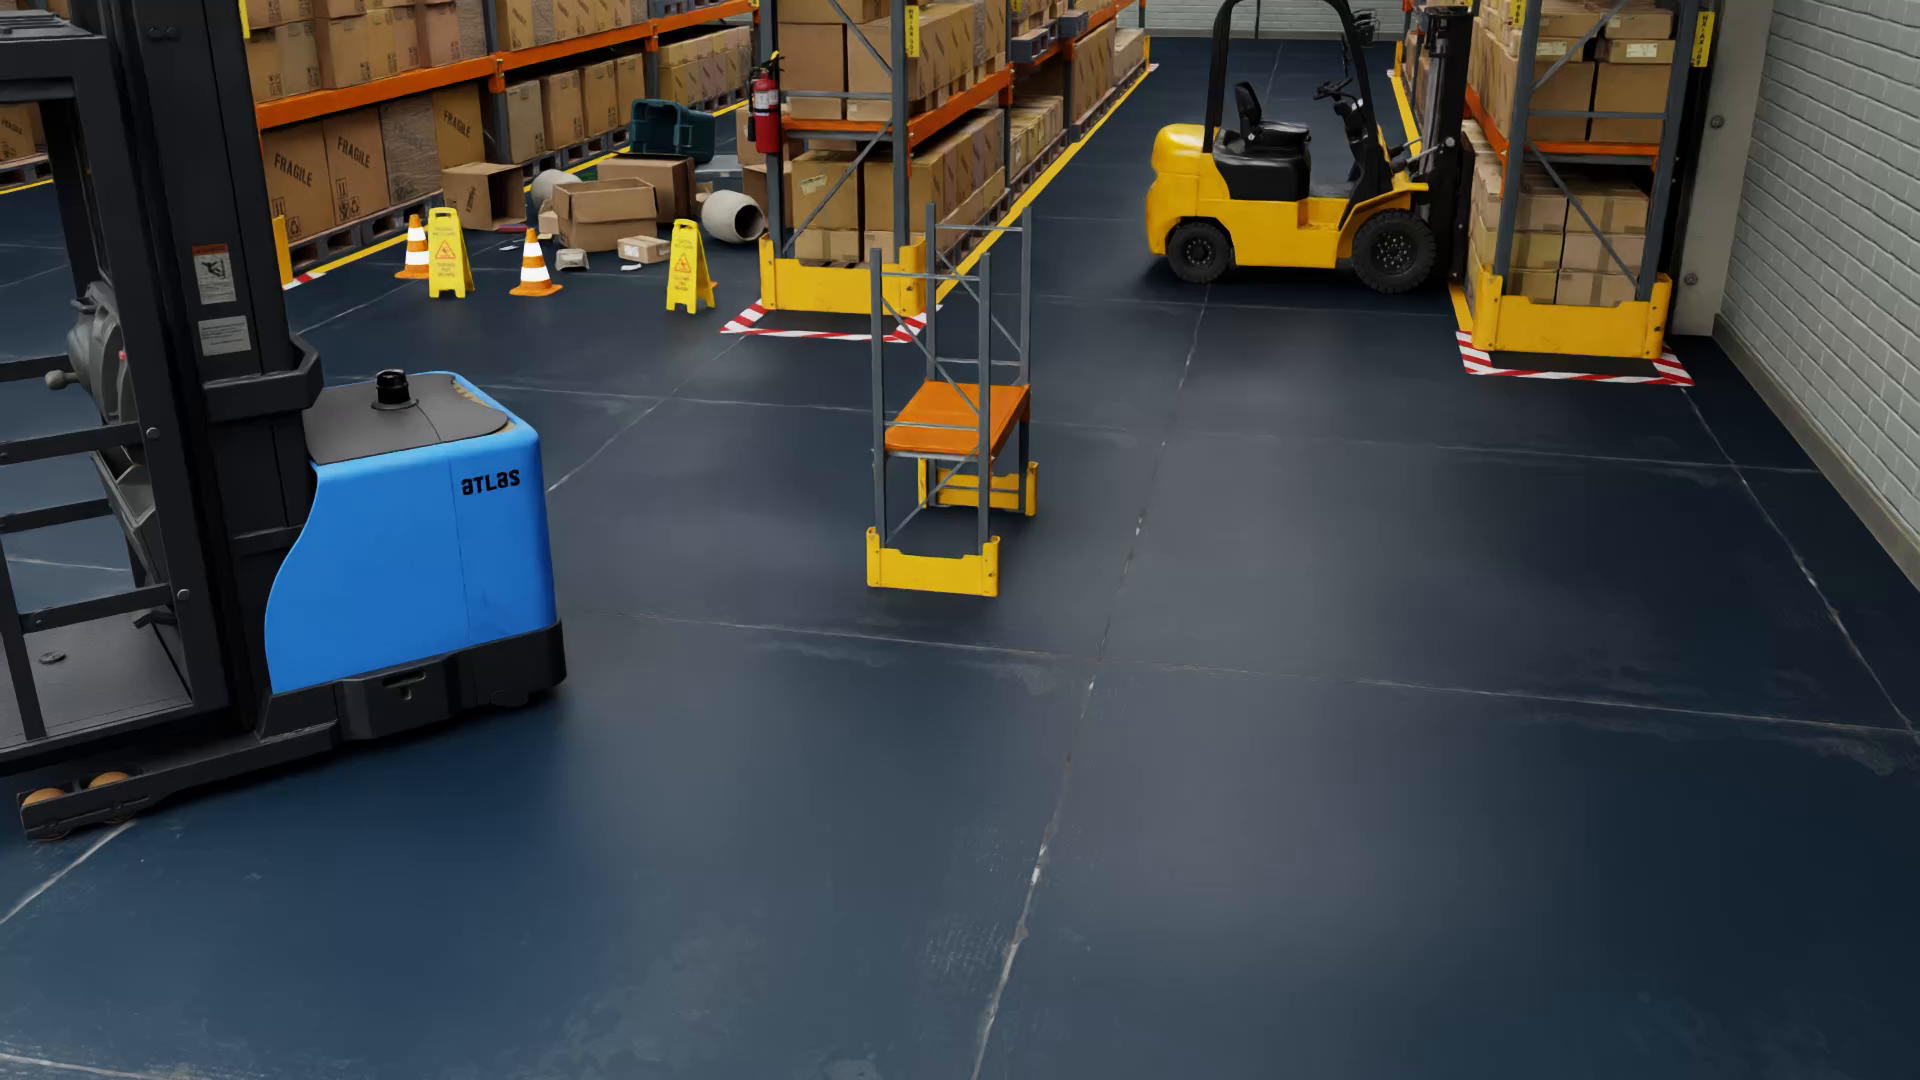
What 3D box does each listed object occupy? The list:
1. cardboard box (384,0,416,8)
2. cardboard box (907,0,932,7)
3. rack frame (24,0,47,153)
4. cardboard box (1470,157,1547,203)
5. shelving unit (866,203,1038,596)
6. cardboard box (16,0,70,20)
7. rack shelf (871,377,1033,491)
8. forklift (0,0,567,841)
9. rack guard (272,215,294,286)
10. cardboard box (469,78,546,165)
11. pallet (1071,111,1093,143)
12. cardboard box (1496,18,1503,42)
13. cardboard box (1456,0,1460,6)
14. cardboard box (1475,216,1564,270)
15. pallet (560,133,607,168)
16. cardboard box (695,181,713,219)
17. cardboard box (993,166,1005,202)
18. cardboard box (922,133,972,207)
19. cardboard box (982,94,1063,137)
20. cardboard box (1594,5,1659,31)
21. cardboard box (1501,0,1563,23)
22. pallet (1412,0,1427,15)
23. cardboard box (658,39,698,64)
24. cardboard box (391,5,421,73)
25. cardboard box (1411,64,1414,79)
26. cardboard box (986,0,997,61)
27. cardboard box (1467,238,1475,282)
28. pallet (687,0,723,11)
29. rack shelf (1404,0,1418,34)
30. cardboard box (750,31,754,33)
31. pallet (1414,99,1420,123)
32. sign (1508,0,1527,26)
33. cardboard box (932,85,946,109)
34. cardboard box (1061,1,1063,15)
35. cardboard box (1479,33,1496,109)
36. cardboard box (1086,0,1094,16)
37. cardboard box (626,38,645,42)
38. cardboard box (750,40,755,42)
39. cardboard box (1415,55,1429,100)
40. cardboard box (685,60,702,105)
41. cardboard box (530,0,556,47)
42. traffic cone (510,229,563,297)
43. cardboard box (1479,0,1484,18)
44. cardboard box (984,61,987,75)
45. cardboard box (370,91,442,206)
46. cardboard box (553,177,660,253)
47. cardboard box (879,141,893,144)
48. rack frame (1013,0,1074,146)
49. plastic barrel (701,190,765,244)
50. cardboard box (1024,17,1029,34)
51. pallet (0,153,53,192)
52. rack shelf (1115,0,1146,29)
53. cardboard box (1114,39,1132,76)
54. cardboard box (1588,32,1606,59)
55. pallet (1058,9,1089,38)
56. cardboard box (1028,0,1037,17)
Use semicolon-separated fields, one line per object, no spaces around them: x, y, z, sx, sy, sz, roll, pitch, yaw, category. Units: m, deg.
-5.257;-4.895;14.345;0.875;0.550;0.550;4;22;11;cardboard box
-0.612;-4.452;13.023;0.700;0.500;0.500;4;22;11;cardboard box
-9.740;-5.268;16.920;1.000;3.000;0.127;4;22;11;rack frame
3.986;-2.621;12.126;0.500;0.250;0.500;5;22;12;cardboard box
-0.016;-0.668;7.504;0.587;1.500;1.083;4;22;11;shelving unit
-9.441;-6.021;17.424;1.000;1.000;1.000;5;22;11;cardboard box
-0.017;-0.498;7.563;0.538;0.185;1.000;4;22;11;rack shelf
-3.015;-0.604;5.429;3.031;2.935;1.130;-14;26;-31;forklift
-5.726;-2.222;12.702;1.175;0.500;0.348;4;22;11;rack guard
-4.866;-4.238;16.812;1.050;0.750;0.750;4;22;11;cardboard box
1.012;-4.965;19.899;1.003;0.211;1.213;4;22;11;pallet
4.040;-3.640;11.873;0.380;0.149;0.250;5;22;11;cardboard box
4.879;-4.873;15.468;0.500;0.250;0.500;5;22;12;cardboard box
3.799;-2.026;11.319;0.500;0.250;0.500;4;22;10;cardboard box
-4.574;-4.295;18.236;1.003;0.211;1.213;4;22;11;pallet
-2.306;-3.110;15.221;0.258;0.266;0.396;-11;25;-26;cardboard box
0.104;-3.196;14.892;0.500;0.250;0.500;5;23;13;cardboard box
-0.202;-2.974;13.338;0.500;0.500;0.500;5;22;12;cardboard box
0.653;-4.746;18.578;0.950;0.372;0.625;3;22;7;cardboard box
4.409;-3.456;11.018;0.380;0.149;0.250;5;22;12;cardboard box
3.987;-3.685;11.587;0.380;0.149;0.250;5;22;12;cardboard box
6.184;-6.689;20.703;1.003;0.211;1.213;4;22;11;pallet
-3.608;-6.119;20.811;0.500;0.250;0.500;4;22;10;cardboard box
-5.284;-4.396;14.552;0.875;0.550;0.550;4;22;11;cardboard box
6.353;-6.345;22.691;0.396;0.266;0.258;5;23;13;cardboard box
0.016;-4.327;14.050;0.500;0.500;0.500;5;23;13;cardboard box
3.903;-1.969;11.847;0.500;0.250;0.500;4;22;11;cardboard box
-3.725;-6.954;21.363;1.003;0.211;1.213;4;22;11;pallet
6.862;-7.459;23.323;1.077;0.370;4.000;4;22;11;rack shelf
-3.103;-7.643;25.272;0.380;0.149;0.250;5;22;11;cardboard box
6.325;-5.468;21.148;1.003;0.211;1.213;4;22;11;pallet
3.477;-3.366;10.330;0.100;0.325;0.005;4;22;11;sign
-0.315;-3.316;12.407;0.380;0.149;0.250;5;22;12;cardboard box
0.891;-5.626;17.581;0.380;0.149;0.250;3;22;8;cardboard box
4.160;-3.481;12.347;0.500;0.500;0.500;5;22;11;cardboard box
1.324;-6.447;20.046;0.500;0.250;0.500;5;23;13;cardboard box
-4.113;-6.155;20.901;0.500;0.250;0.500;5;22;12;cardboard box
-2.885;-7.134;24.009;0.380;0.149;0.250;6;23;14;cardboard box
6.135;-5.937;21.364;0.500;0.500;0.500;5;23;13;cardboard box
-3.595;-5.775;20.961;0.500;0.500;0.500;5;22;12;cardboard box
-4.432;-5.256;16.756;0.500;0.500;0.500;5;22;11;cardboard box
-3.186;-2.089;12.422;0.336;0.463;0.334;4;22;11;traffic cone
4.499;-4.387;13.728;0.380;0.149;0.250;4;22;10;cardboard box
0.021;-4.074;14.291;0.380;0.149;0.250;5;22;11;cardboard box
-5.282;-3.508;14.831;0.875;0.875;0.875;5;22;11;cardboard box
-2.975;-2.727;13.952;0.797;0.503;0.637;-11;25;-26;cardboard box
-0.733;-3.005;13.415;0.500;0.500;0.500;4;22;10;cardboard box
0.778;-5.976;18.676;1.000;3.000;0.127;4;22;11;rack frame
-1.915;-2.726;14.055;0.421;0.421;0.512;-16;27;-35;plastic barrel
0.443;-4.860;15.680;0.380;0.149;0.250;5;22;12;cardboard box
-9.842;-3.727;16.824;1.003;0.211;1.213;4;22;11;pallet
2.002;-7.836;24.259;1.077;0.370;4.000;4;22;11;rack shelf
2.009;-6.994;24.072;0.875;0.438;0.875;4;22;9;cardboard box
4.317;-3.220;10.831;0.380;0.149;0.250;4;22;11;cardboard box
0.737;-5.618;18.045;1.213;0.211;1.003;4;22;11;pallet
0.440;-5.225;15.718;0.500;0.500;0.500;5;22;11;cardboard box
